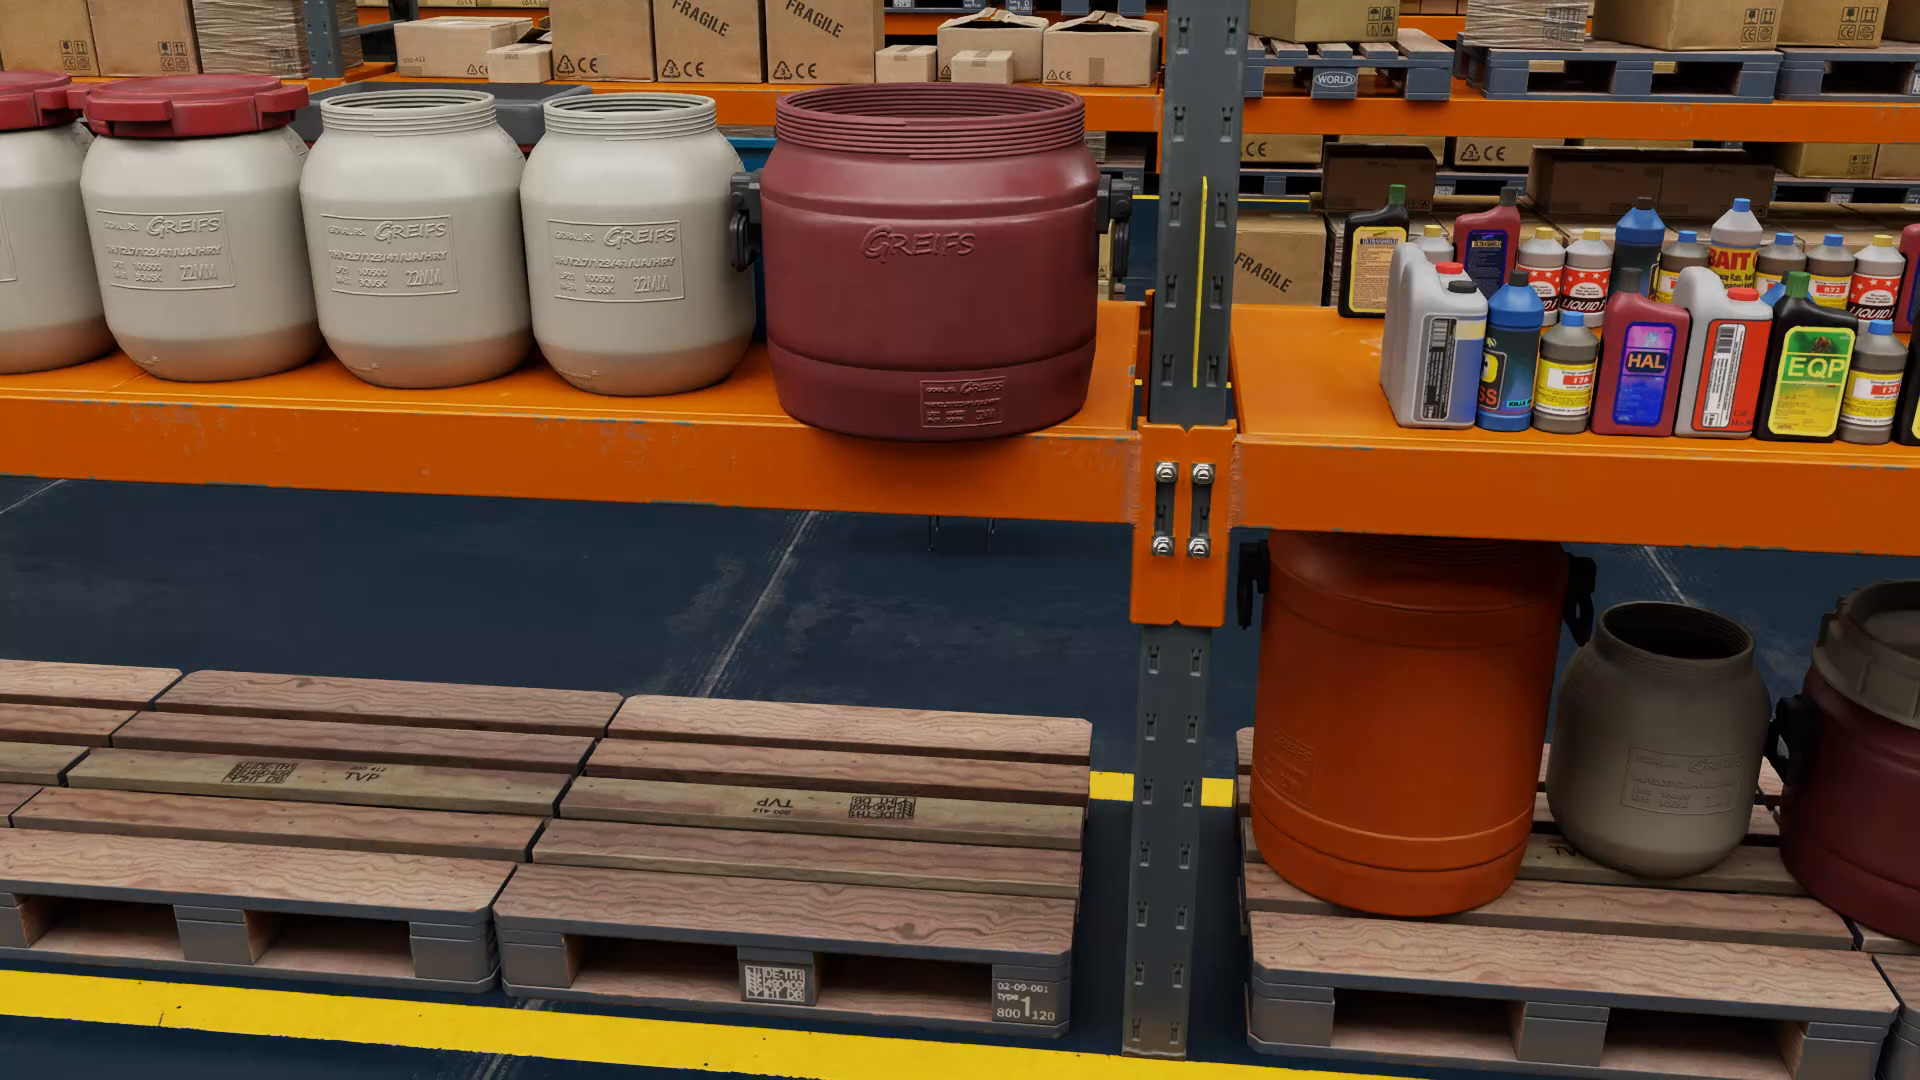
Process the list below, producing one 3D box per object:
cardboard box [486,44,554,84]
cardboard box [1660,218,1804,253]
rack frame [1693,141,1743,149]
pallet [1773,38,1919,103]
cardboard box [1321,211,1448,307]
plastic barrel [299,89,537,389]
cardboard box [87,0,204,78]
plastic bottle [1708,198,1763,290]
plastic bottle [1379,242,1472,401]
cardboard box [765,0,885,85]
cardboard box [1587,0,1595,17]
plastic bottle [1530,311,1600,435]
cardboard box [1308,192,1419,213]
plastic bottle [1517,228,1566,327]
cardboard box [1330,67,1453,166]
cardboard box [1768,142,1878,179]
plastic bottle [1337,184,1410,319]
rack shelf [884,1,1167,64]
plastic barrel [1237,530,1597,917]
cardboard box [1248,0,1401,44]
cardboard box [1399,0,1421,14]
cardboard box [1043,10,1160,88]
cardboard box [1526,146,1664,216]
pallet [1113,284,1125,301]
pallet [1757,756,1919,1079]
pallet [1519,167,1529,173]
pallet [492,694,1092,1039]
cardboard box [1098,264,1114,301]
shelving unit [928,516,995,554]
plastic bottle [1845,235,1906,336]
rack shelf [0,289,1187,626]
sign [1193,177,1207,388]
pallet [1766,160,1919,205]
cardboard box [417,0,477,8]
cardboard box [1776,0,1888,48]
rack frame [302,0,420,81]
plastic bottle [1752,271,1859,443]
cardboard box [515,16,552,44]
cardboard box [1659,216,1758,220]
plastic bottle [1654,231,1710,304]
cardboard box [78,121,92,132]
[{"bbox_3d":[-2.084,-2.293,8.000,0.250,0.149,0.380,2,22,6],"label":"cardboard box"},{"bbox_3d":[3.493,-1.181,7.650,0.500,0.500,0.500,3,22,7],"label":"cardboard box"},{"bbox_3d":[5.583,-3.985,11.940,0.127,3.000,1.000,2,22,6],"label":"rack frame"},{"bbox_3d":[4.223,-2.161,7.588,1.213,0.211,1.003,2,22,6],"label":"pallet"},{"bbox_3d":[1.971,-1.247,7.815,0.500,0.500,0.500,2,22,4],"label":"cardboard box"},{"bbox_3d":[-1.020,-0.578,3.169,0.421,0.512,0.421,0,22,0],"label":"plastic barrel"},{"bbox_3d":[-3.906,-2.606,8.316,0.500,0.500,0.700,2,22,6],"label":"cardboard box"},{"bbox_3d":[1.625,-0.581,3.504,0.097,0.271,0.097,0,22,0],"label":"plastic bottle"},{"bbox_3d":[0.855,-0.402,3.046,0.135,0.276,0.152,2,22,6],"label":"plastic bottle"},{"bbox_3d":[-0.636,-2.462,7.952,0.500,0.500,0.500,1,22,3],"label":"cardboard box"},{"bbox_3d":[4.440,-3.809,11.808,0.250,0.149,0.380,3,22,6],"label":"cardboard box"},{"bbox_3d":[1.046,-0.293,2.870,0.097,0.201,0.097,0,22,0],"label":"plastic bottle"},{"bbox_3d":[1.988,-1.437,8.295,0.500,0.500,0.500,3,22,8],"label":"cardboard box"},{"bbox_3d":[1.239,-0.565,3.560,0.097,0.201,0.097,0,22,0],"label":"plastic bottle"},{"bbox_3d":[3.195,-3.234,12.392,0.750,0.750,0.750,2,22,6],"label":"cardboard box"},{"bbox_3d":[6.314,-2.948,12.145,0.500,0.500,0.700,3,22,7],"label":"cardboard box"},{"bbox_3d":[0.897,-0.625,3.599,0.133,0.283,0.061,2,22,6],"label":"plastic bottle"},{"bbox_3d":[-0.375,-3.910,12.728,4.000,0.370,1.077,2,22,6],"label":"rack shelf"},{"bbox_3d":[0.933,0.288,3.512,0.708,0.830,0.600,2,22,6],"label":"plastic barrel"},{"bbox_3d":[1.671,-2.605,7.742,0.500,0.500,0.700,-5,22,-12],"label":"cardboard box"},{"bbox_3d":[3.192,-3.906,12.055,0.250,0.149,0.380,3,22,7],"label":"cardboard box"},{"bbox_3d":[0.676,-2.340,7.899,0.500,0.311,0.500,4,22,10],"label":"cardboard box"},{"bbox_3d":[3.061,-1.742,8.047,0.500,0.250,0.500,2,22,5],"label":"cardboard box"},{"bbox_3d":[0.219,-1.102,8.441,1.213,0.211,1.003,2,22,6],"label":"pallet"},{"bbox_3d":[2.441,0.828,3.557,1.213,0.211,1.003,2,22,6],"label":"pallet"},{"bbox_3d":[4.808,-2.694,12.467,1.213,0.211,1.003,2,22,6],"label":"pallet"},{"bbox_3d":[-0.319,0.708,3.862,1.213,0.211,1.003,2,22,6],"label":"pallet"},{"bbox_3d":[0.481,-1.200,8.063,0.500,0.250,0.500,3,22,8],"label":"cardboard box"},{"bbox_3d":[0.008,-0.418,5.773,0.210,0.900,0.258,2,22,6],"label":"shelving unit"},{"bbox_3d":[1.915,-0.536,3.485,0.097,0.201,0.097,0,22,0],"label":"plastic bottle"},{"bbox_3d":[-1.541,-0.293,3.579,4.000,0.370,1.077,2,22,6],"label":"rack shelf"},{"bbox_3d":[0.388,-0.416,2.689,0.005,0.325,0.100,2,22,6],"label":"sign"},{"bbox_3d":[6.329,-2.627,12.297,1.213,0.211,1.003,2,22,6],"label":"pallet"},{"bbox_3d":[-3.862,-4.221,12.714,0.500,0.250,0.500,2,22,6],"label":"cardboard box"},{"bbox_3d":[3.870,-2.527,7.544,0.500,0.500,0.700,6,22,15],"label":"cardboard box"},{"bbox_3d":[-2.940,-2.522,8.240,0.127,3.000,1.000,2,22,6],"label":"rack frame"},{"bbox_3d":[1.424,-0.307,2.796,0.133,0.283,0.061,2,22,6],"label":"plastic bottle"},{"bbox_3d":[-2.046,-2.489,8.338,0.258,0.266,0.396,2,22,5],"label":"cardboard box"},{"bbox_3d":[3.526,-1.372,8.131,0.500,0.500,0.500,3,22,7],"label":"cardboard box"},{"bbox_3d":[1.529,-0.553,3.528,0.097,0.201,0.097,0,22,0],"label":"plastic bottle"},{"bbox_3d":[-4.854,-1.986,9.032,0.500,0.500,0.500,2,22,6],"label":"cardboard box"}]
